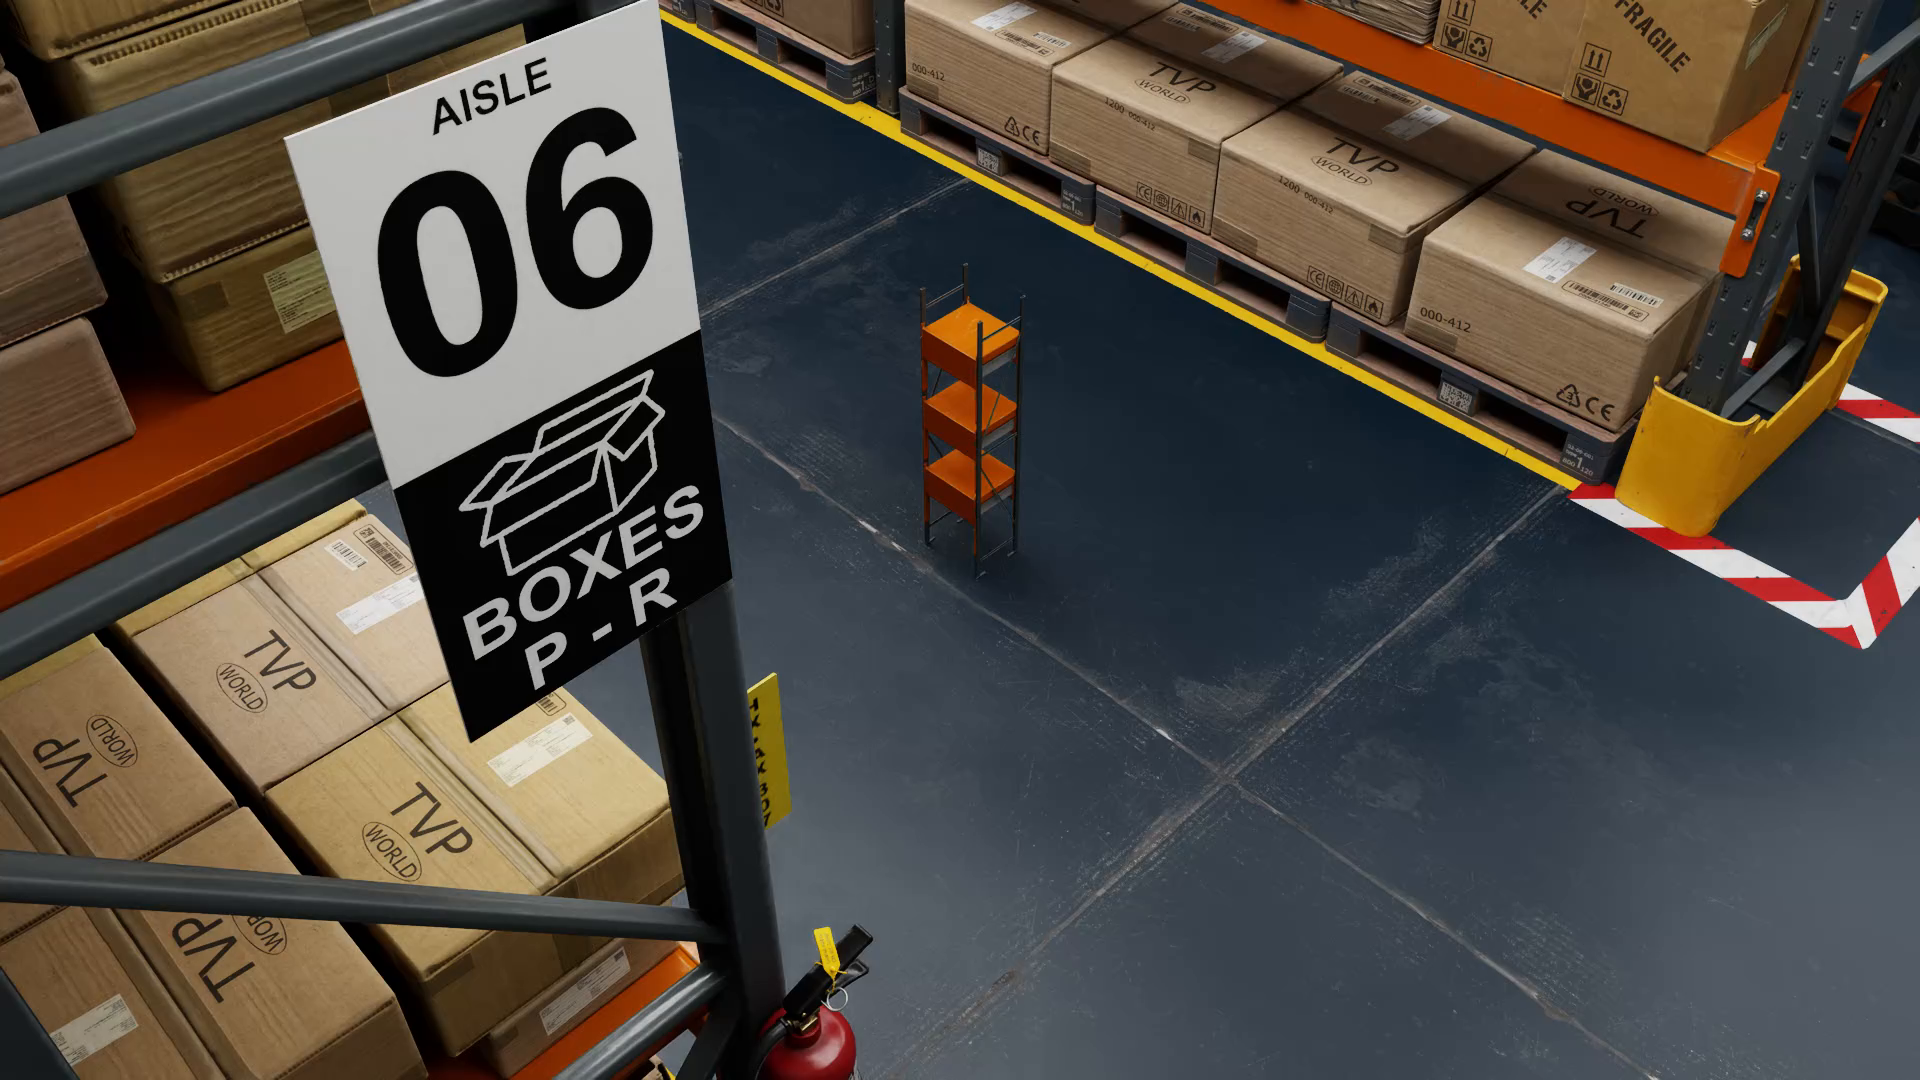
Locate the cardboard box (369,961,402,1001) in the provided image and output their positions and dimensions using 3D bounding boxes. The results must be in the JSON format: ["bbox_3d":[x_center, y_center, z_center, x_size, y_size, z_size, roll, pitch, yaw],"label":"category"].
[{"bbox_3d":[-0.941,0.620,3.054,0.380,0.149,0.250,-33,52,-30],"label":"cardboard box"}]

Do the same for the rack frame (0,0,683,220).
[{"bbox_3d":[-0.691,-1.287,0.512,1.000,3.000,0.127,-34,53,-31],"label":"rack frame"}]

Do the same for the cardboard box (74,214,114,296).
[{"bbox_3d":[-0.955,-0.471,2.024,0.380,0.149,0.250,-33,52,-31],"label":"cardboard box"}]

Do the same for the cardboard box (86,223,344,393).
[{"bbox_3d":[-0.751,-0.357,1.901,0.380,0.149,0.250,-33,52,-30],"label":"cardboard box"}]

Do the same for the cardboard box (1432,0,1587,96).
[{"bbox_3d":[1.949,-1.854,5.472,0.500,0.500,0.500,33,52,31],"label":"cardboard box"}]

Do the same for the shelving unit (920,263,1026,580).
[{"bbox_3d":[0.038,-0.360,5.366,0.215,1.050,0.252,-34,53,-31],"label":"shelving unit"}]

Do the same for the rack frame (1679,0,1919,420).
[{"bbox_3d":[2.821,-1.464,5.124,1.000,3.000,0.127,-34,53,-31],"label":"rack frame"}]

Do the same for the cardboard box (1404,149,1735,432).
[{"bbox_3d":[2.284,-0.946,6.142,0.875,0.438,0.875,32,52,30],"label":"cardboard box"}]

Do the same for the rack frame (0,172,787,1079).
[{"bbox_3d":[-0.691,0.917,2.548,1.000,3.000,0.127,-34,53,-31],"label":"rack frame"}]

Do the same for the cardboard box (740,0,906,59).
[{"bbox_3d":[-0.498,-3.019,8.064,0.875,0.875,0.875,-32,52,-30],"label":"cardboard box"}]

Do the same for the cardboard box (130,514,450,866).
[{"bbox_3d":[-1.177,0.273,3.135,0.500,0.250,0.500,-34,52,-31],"label":"cardboard box"}]

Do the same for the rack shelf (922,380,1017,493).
[{"bbox_3d":[0.038,-0.352,5.373,0.215,0.259,0.240,-34,53,-31],"label":"rack shelf"}]

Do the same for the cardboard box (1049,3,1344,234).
[{"bbox_3d":[0.996,-1.816,7.084,0.875,0.438,0.875,33,52,30],"label":"cardboard box"}]

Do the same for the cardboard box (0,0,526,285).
[{"bbox_3d":[-0.811,-0.583,1.852,0.500,0.250,0.500,34,52,31],"label":"cardboard box"}]

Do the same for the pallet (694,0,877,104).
[{"bbox_3d":[-0.602,-2.696,8.513,1.003,0.211,1.213,-34,53,-31],"label":"pallet"}]

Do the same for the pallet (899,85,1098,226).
[{"bbox_3d":[0.478,-1.959,7.714,1.003,0.211,1.213,-34,53,-31],"label":"pallet"}]

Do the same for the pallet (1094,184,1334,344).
[{"bbox_3d":[1.343,-1.373,7.080,1.003,0.211,1.213,-34,53,-31],"label":"pallet"}]

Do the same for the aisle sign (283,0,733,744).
[{"bbox_3d":[-0.435,-0.146,1.782,0.394,0.787,0.004,-34,53,-31],"label":"aisle sign"}]

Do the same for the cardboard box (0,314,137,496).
[{"bbox_3d":[-1.081,-0.136,1.661,0.380,0.149,0.250,-33,52,-30],"label":"cardboard box"}]

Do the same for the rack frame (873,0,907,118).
[{"bbox_3d":[-0.004,-3.386,7.204,1.000,3.000,0.127,-34,53,-31],"label":"rack frame"}]

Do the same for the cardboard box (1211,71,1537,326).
[{"bbox_3d":[1.632,-1.382,6.614,0.875,0.438,0.875,-33,52,-30],"label":"cardboard box"}]

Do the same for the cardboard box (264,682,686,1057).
[{"bbox_3d":[-0.821,0.515,2.873,0.500,0.250,0.500,-34,52,-31],"label":"cardboard box"}]

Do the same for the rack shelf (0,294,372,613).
[{"bbox_3d":[-2.103,-0.882,2.814,1.077,0.370,4.000,-34,53,-31],"label":"rack shelf"}]

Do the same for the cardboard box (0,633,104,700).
[{"bbox_3d":[-1.913,0.280,3.128,0.500,0.250,0.500,-32,52,-30],"label":"cardboard box"}]

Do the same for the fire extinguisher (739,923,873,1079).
[{"bbox_3d":[-0.260,0.931,2.864,0.296,0.674,0.183,-34,53,-31],"label":"fire extinguisher"}]

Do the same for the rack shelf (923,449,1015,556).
[{"bbox_3d":[0.038,-0.148,5.562,0.215,0.259,0.240,-34,53,-31],"label":"rack shelf"}]

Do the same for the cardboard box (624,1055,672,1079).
[{"bbox_3d":[-1.056,1.340,3.620,0.637,0.503,0.797,32,52,30],"label":"cardboard box"}]

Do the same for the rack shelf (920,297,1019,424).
[{"bbox_3d":[0.038,-0.561,5.180,0.215,0.259,0.240,-34,53,-31],"label":"rack shelf"}]

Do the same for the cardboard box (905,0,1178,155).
[{"bbox_3d":[0.363,-2.246,7.549,0.875,0.438,0.875,33,52,31],"label":"cardboard box"}]

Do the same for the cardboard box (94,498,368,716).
[{"bbox_3d":[-1.537,0.031,3.397,0.500,0.250,0.500,33,52,31],"label":"cardboard box"}]

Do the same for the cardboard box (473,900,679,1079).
[{"bbox_3d":[-0.729,0.720,2.946,0.250,0.149,0.380,34,52,31],"label":"cardboard box"}]

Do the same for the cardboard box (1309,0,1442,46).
[{"bbox_3d":[1.579,-2.096,5.735,0.500,0.500,0.500,-33,52,-30],"label":"cardboard box"}]

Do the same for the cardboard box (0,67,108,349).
[{"bbox_3d":[-1.198,-0.322,1.570,0.500,0.250,0.500,33,52,31],"label":"cardboard box"}]

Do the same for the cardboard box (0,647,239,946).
[{"bbox_3d":[-1.567,0.520,2.868,0.500,0.250,0.500,-34,52,-31],"label":"cardboard box"}]

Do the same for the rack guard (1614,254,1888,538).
[{"bbox_3d":[2.838,-0.534,5.960,1.175,0.500,0.348,-34,53,-31],"label":"rack guard"}]

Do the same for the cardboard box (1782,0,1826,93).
[{"bbox_3d":[2.685,-1.869,5.489,0.500,0.500,0.500,34,52,31],"label":"cardboard box"}]

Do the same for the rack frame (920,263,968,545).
[{"bbox_3d":[-0.048,-0.419,5.429,0.200,1.050,0.008,-34,53,-31],"label":"rack frame"}]

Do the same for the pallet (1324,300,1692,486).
[{"bbox_3d":[2.201,-0.786,6.446,1.003,0.211,1.213,-34,53,-31],"label":"pallet"}]

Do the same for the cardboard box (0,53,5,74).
[{"bbox_3d":[-1.202,-0.502,1.396,0.500,0.250,0.500,33,52,30],"label":"cardboard box"}]

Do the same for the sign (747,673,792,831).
[{"bbox_3d":[-0.307,0.339,2.535,0.100,0.325,0.005,-34,53,-31],"label":"sign"}]

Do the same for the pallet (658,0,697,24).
[{"bbox_3d":[-1.468,-3.283,9.147,1.003,0.211,1.213,-34,53,-31],"label":"pallet"}]

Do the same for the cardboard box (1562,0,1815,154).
[{"bbox_3d":[2.293,-1.606,5.204,0.500,0.500,0.500,-34,52,-31],"label":"cardboard box"}]

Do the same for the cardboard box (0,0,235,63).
[{"bbox_3d":[-0.826,-0.756,1.671,0.500,0.250,0.500,34,52,31],"label":"cardboard box"}]

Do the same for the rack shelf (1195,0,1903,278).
[{"bbox_3d":[1.408,-2.161,6.408,1.077,0.370,4.000,-34,53,-31],"label":"rack shelf"}]

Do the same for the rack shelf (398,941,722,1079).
[{"bbox_3d":[-2.103,0.220,3.832,1.077,0.370,4.000,-34,53,-31],"label":"rack shelf"}]

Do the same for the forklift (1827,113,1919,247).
[{"bbox_3d":[4.527,-2.522,6.320,1.130,2.935,3.031,-29,50,-28],"label":"forklift"}]

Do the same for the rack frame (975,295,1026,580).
[{"bbox_3d":[0.124,-0.301,5.302,0.200,1.050,0.008,-34,53,-31],"label":"rack frame"}]

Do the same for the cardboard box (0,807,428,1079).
[{"bbox_3d":[-1.204,0.769,2.599,0.500,0.250,0.500,-33,52,-30],"label":"cardboard box"}]
